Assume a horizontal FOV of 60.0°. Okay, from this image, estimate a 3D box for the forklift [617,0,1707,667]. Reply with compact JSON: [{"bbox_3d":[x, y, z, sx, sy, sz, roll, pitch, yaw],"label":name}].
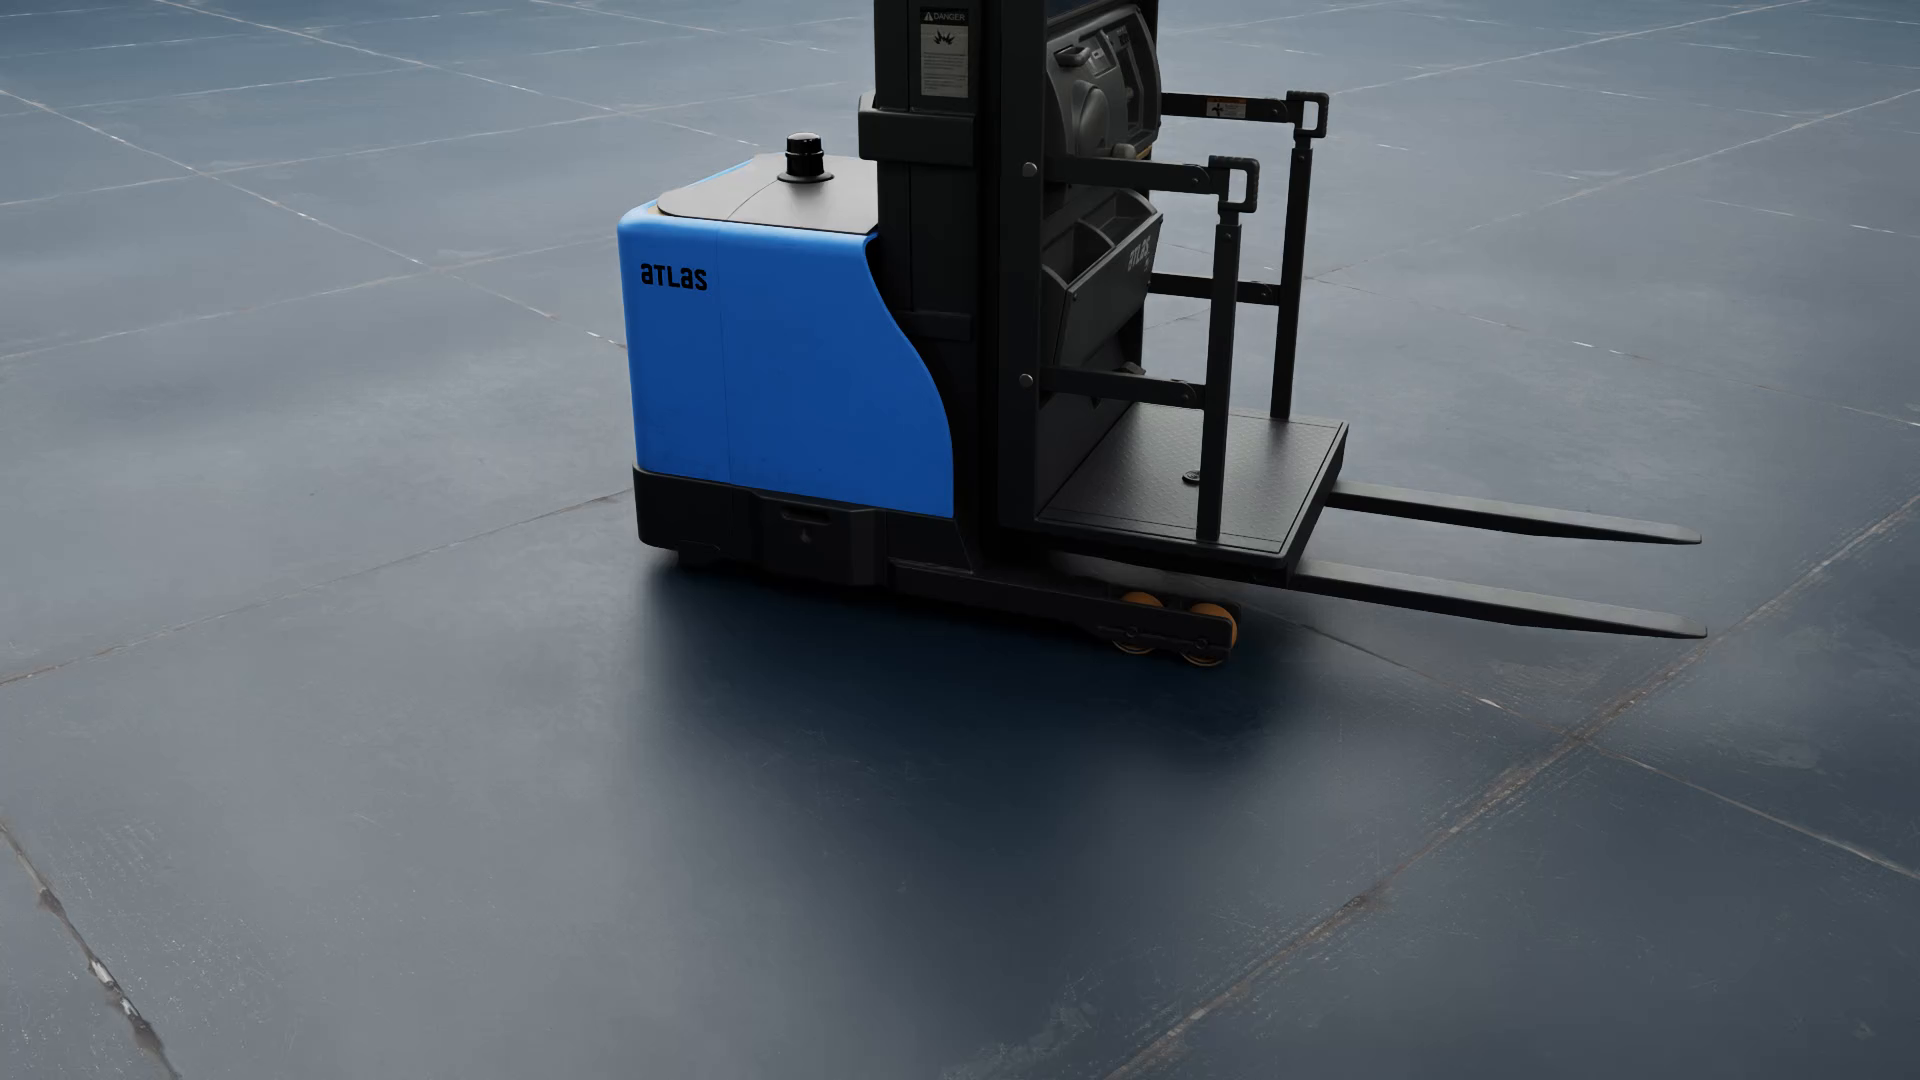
[{"bbox_3d":[0.583,-1.241,4.439,3.031,2.935,1.130,9,26,19],"label":"forklift"}]
